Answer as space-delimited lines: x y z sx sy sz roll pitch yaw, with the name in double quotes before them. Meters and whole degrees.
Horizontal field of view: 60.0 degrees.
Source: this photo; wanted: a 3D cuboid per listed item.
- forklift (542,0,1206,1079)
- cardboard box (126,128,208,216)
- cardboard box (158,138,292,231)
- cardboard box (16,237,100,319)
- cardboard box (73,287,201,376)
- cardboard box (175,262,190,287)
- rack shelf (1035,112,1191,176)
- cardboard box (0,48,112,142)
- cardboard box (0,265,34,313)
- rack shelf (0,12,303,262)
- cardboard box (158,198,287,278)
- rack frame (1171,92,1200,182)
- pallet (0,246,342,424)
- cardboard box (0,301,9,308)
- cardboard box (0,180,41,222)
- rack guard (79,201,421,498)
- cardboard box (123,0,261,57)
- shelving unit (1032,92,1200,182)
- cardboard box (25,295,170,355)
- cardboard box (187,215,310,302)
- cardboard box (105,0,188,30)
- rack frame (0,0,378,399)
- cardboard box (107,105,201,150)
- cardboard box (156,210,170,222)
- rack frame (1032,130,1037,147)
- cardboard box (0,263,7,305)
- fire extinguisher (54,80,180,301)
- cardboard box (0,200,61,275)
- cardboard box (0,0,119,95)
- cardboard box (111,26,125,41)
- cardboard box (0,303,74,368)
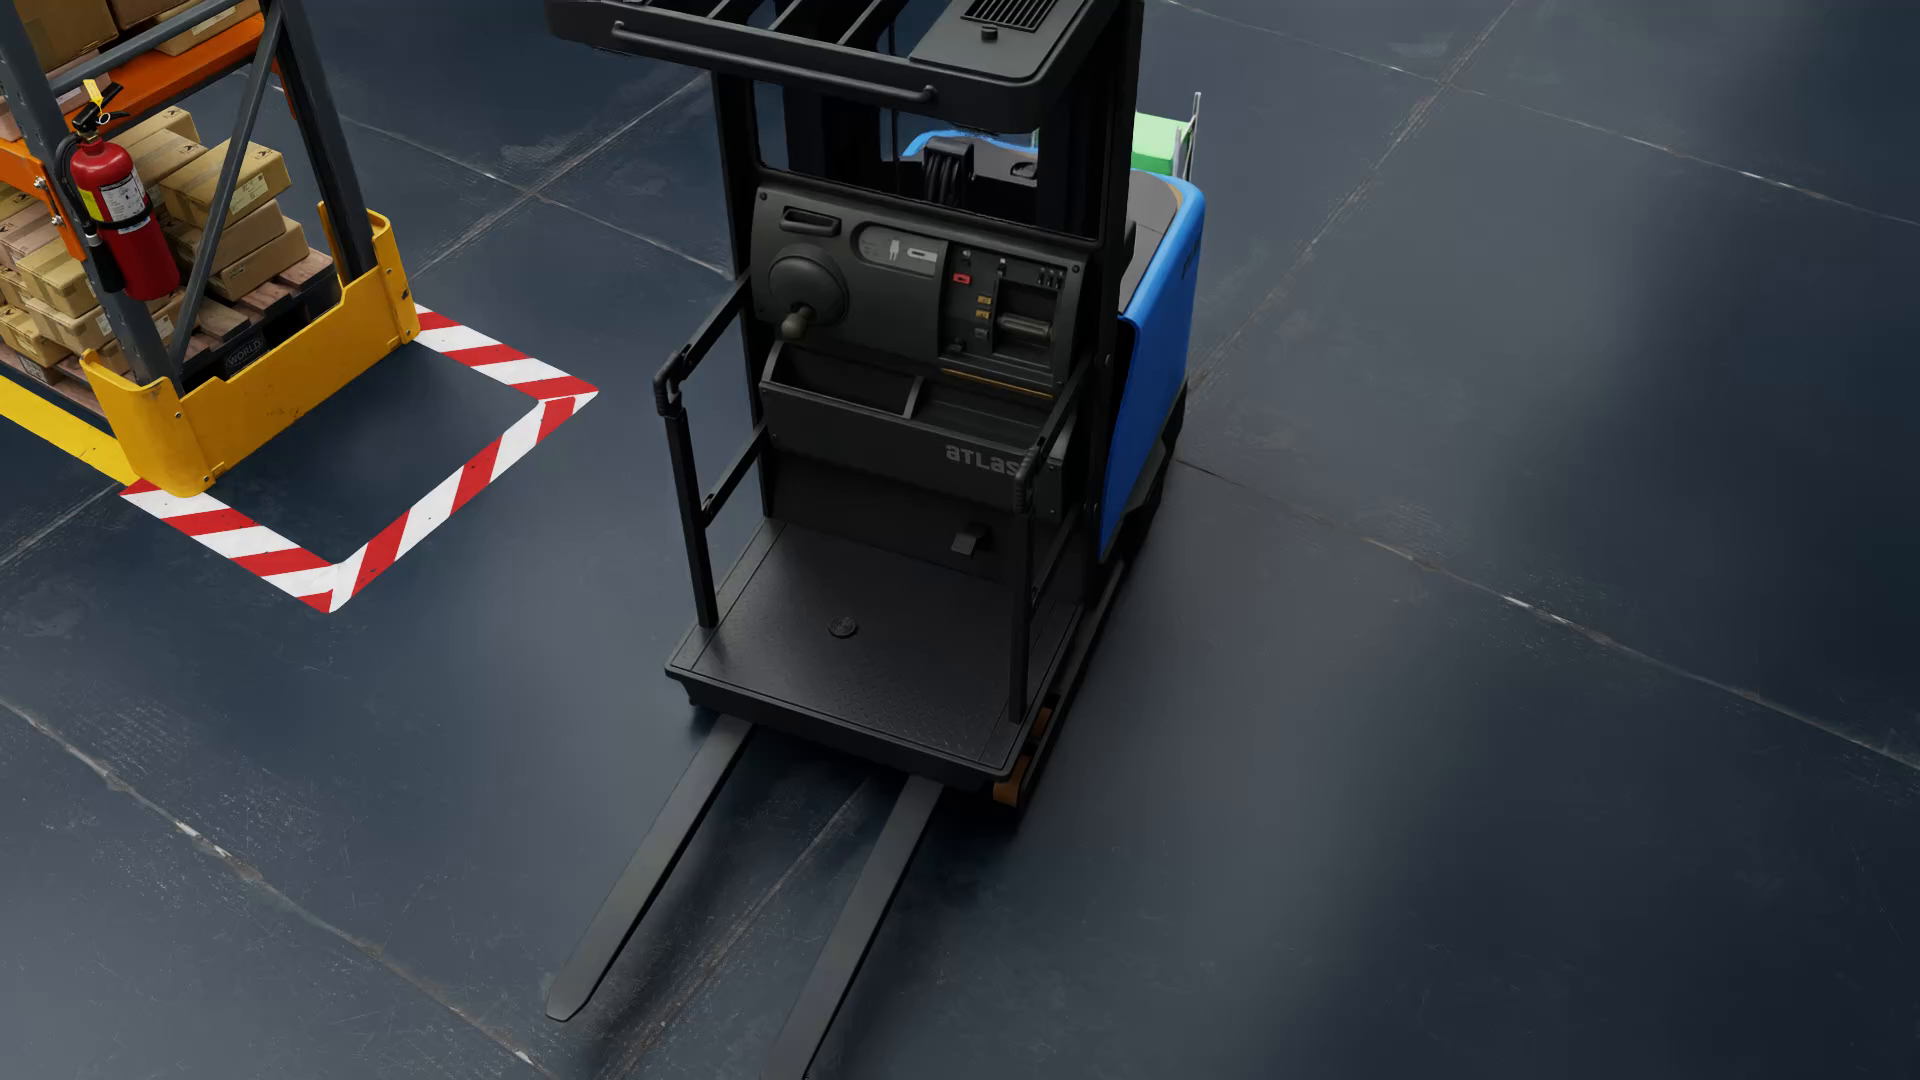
"forklift" -0.200 -0.573 4.263 1.130 2.935 3.031 16 48 15
"cardboard box" -3.050 -1.368 6.268 0.250 0.149 0.380 26 51 23
"cardboard box" -2.753 -1.334 6.235 0.250 0.149 0.380 23 50 20
"cardboard box" -3.077 -0.978 5.889 0.250 0.149 0.380 25 51 23
"cardboard box" -3.051 -0.797 6.128 0.250 0.149 0.380 26 51 23
"cardboard box" -3.028 -1.167 6.487 0.250 0.149 0.380 25 51 22
"rack shelf" 0.520 -1.341 5.636 0.480 0.148 0.258 16 48 15
"cardboard box" -2.922 -1.434 5.227 0.250 0.149 0.380 25 51 22
"cardboard box" -3.284 -0.988 6.106 0.250 0.149 0.380 24 50 21
"rack shelf" -4.179 -2.089 6.190 4.000 0.370 1.077 25 51 22
"cardboard box" -2.797 -1.180 6.293 0.250 0.149 0.380 27 52 24
"rack frame" 0.747 -0.986 5.871 0.015 1.200 0.240 16 48 15
"pallet" -3.224 -0.959 6.535 1.213 0.211 1.003 25 51 22
"cardboard box" -3.498 -0.989 6.315 0.250 0.149 0.380 24 51 22
"cardboard box" -3.545 -1.133 6.040 0.250 0.149 0.380 24 50 21
"rack guard" -2.559 -0.724 6.105 0.348 0.500 1.175 25 51 22
"cardboard box" -2.591 -1.802 5.584 0.250 0.149 0.380 24 51 22
"shelving unit" 0.520 -1.050 5.933 0.503 1.200 0.258 16 48 15
"cardboard box" -3.093 -0.854 5.976 0.250 0.149 0.380 23 50 21
"cardboard box" -2.763 -1.115 6.437 0.250 0.149 0.380 26 51 23
"cardboard box" -2.724 -2.045 5.368 0.500 0.500 0.500 27 52 24
"rack frame" -2.495 -1.566 5.180 0.127 3.000 1.000 25 51 22
"cardboard box" -3.193 -1.543 6.438 0.250 0.149 0.380 25 51 22
"cardboard box" -2.998 -1.320 6.429 0.250 0.149 0.380 24 51 22
"rack frame" 0.292 -1.114 5.995 0.015 1.200 0.240 16 48 15
"cardboard box" -3.532 -1.054 6.171 0.250 0.149 0.380 23 50 21
"fire extinguisher" -2.532 -1.033 4.976 0.183 0.674 0.296 25 51 22
"cardboard box" -3.258 -1.110 6.017 0.250 0.149 0.380 26 51 23
"cardboard box" -3.012 -1.723 5.056 0.500 0.500 0.500 26 51 23
"cardboard box" -2.827 -1.875 5.656 0.250 0.149 0.380 26 51 23
"cardboard box" -3.322 -0.835 6.165 0.250 0.149 0.380 26 51 23
